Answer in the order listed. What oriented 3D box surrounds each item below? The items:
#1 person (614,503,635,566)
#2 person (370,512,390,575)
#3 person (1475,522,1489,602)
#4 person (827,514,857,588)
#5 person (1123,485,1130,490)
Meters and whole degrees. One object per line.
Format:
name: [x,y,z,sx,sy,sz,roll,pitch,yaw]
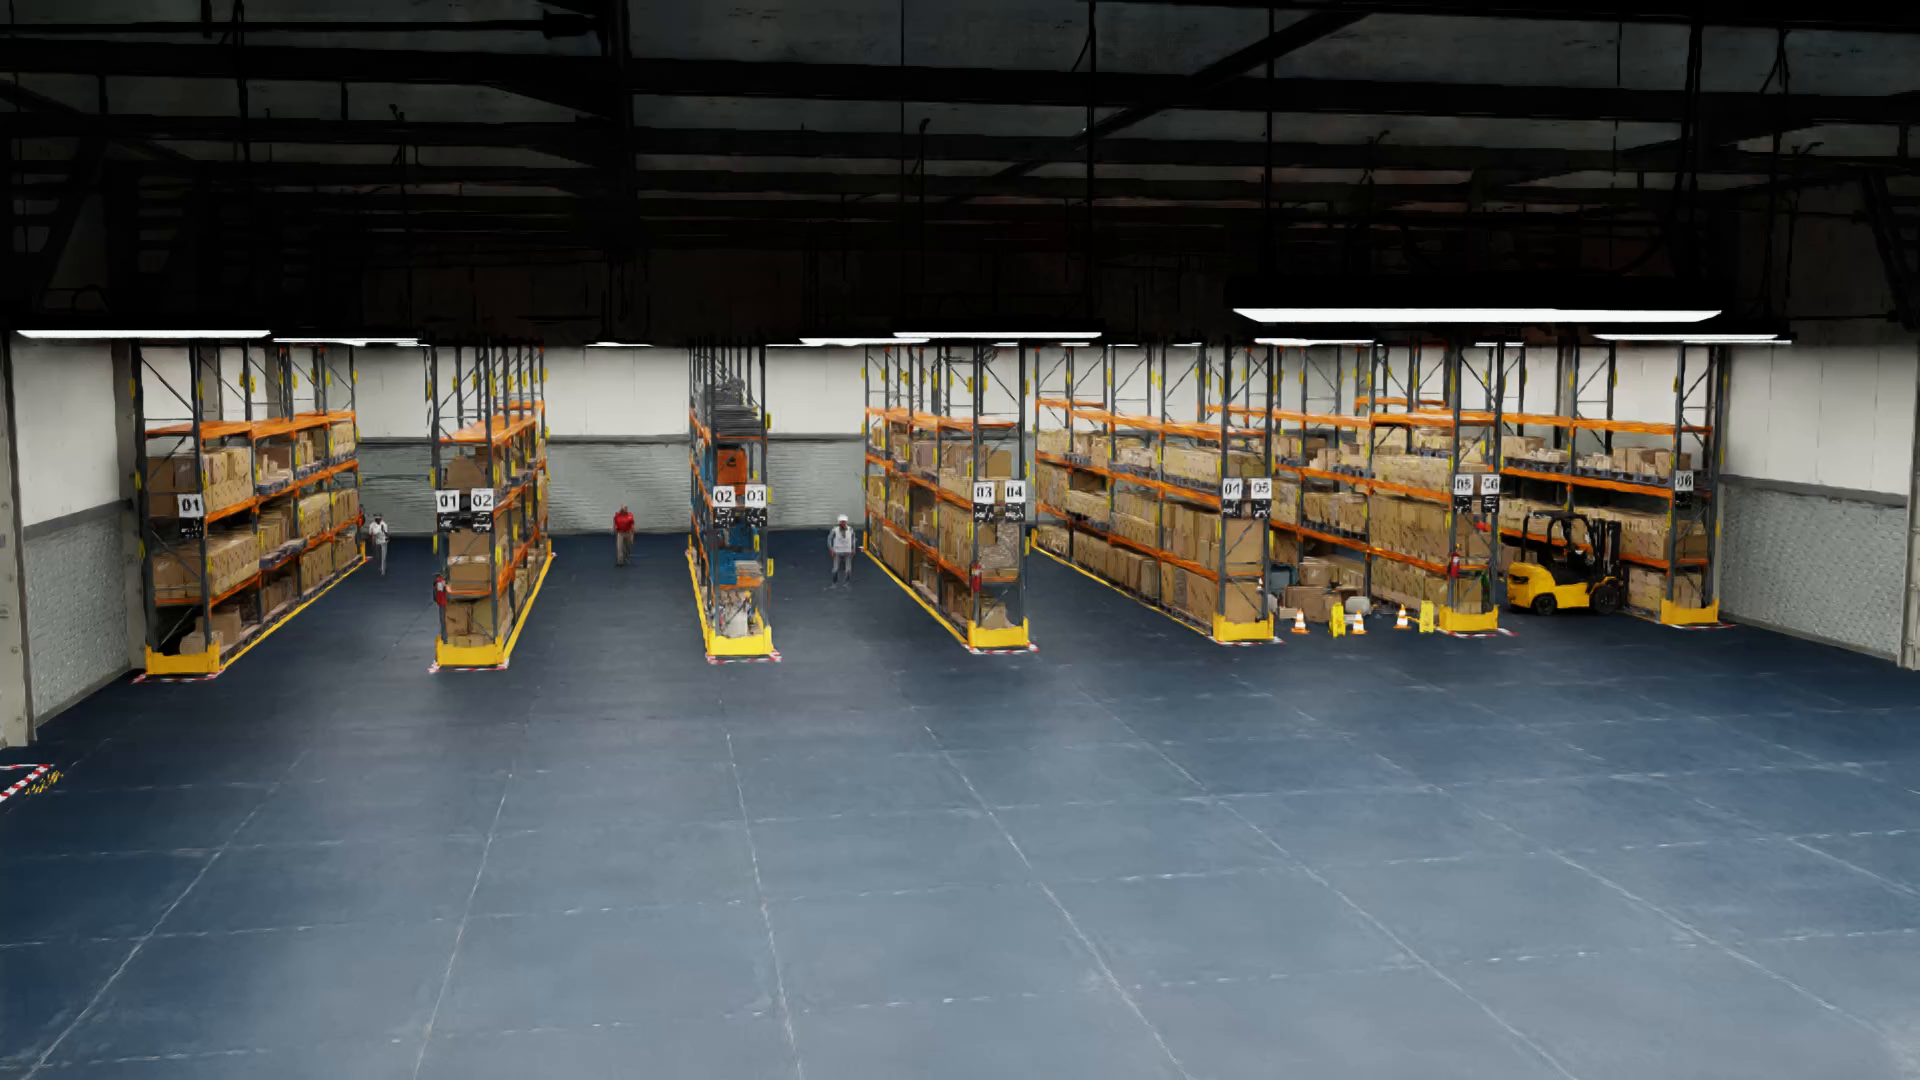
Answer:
person: [-8.892,-0.158,44.073,0.540,1.646,1.130,-2,7,-13]
person: [-14.785,0.070,42.337,0.456,1.589,1.088,-1,7,-8]
person: [11.819,0.478,37.902,0.577,1.779,0.655,2,7,19]
person: [-2.690,0.249,37.927,0.677,1.718,0.573,-2,7,-13]
person: [4.964,-0.768,49.183,0.506,1.723,0.637,-3,7,-21]
